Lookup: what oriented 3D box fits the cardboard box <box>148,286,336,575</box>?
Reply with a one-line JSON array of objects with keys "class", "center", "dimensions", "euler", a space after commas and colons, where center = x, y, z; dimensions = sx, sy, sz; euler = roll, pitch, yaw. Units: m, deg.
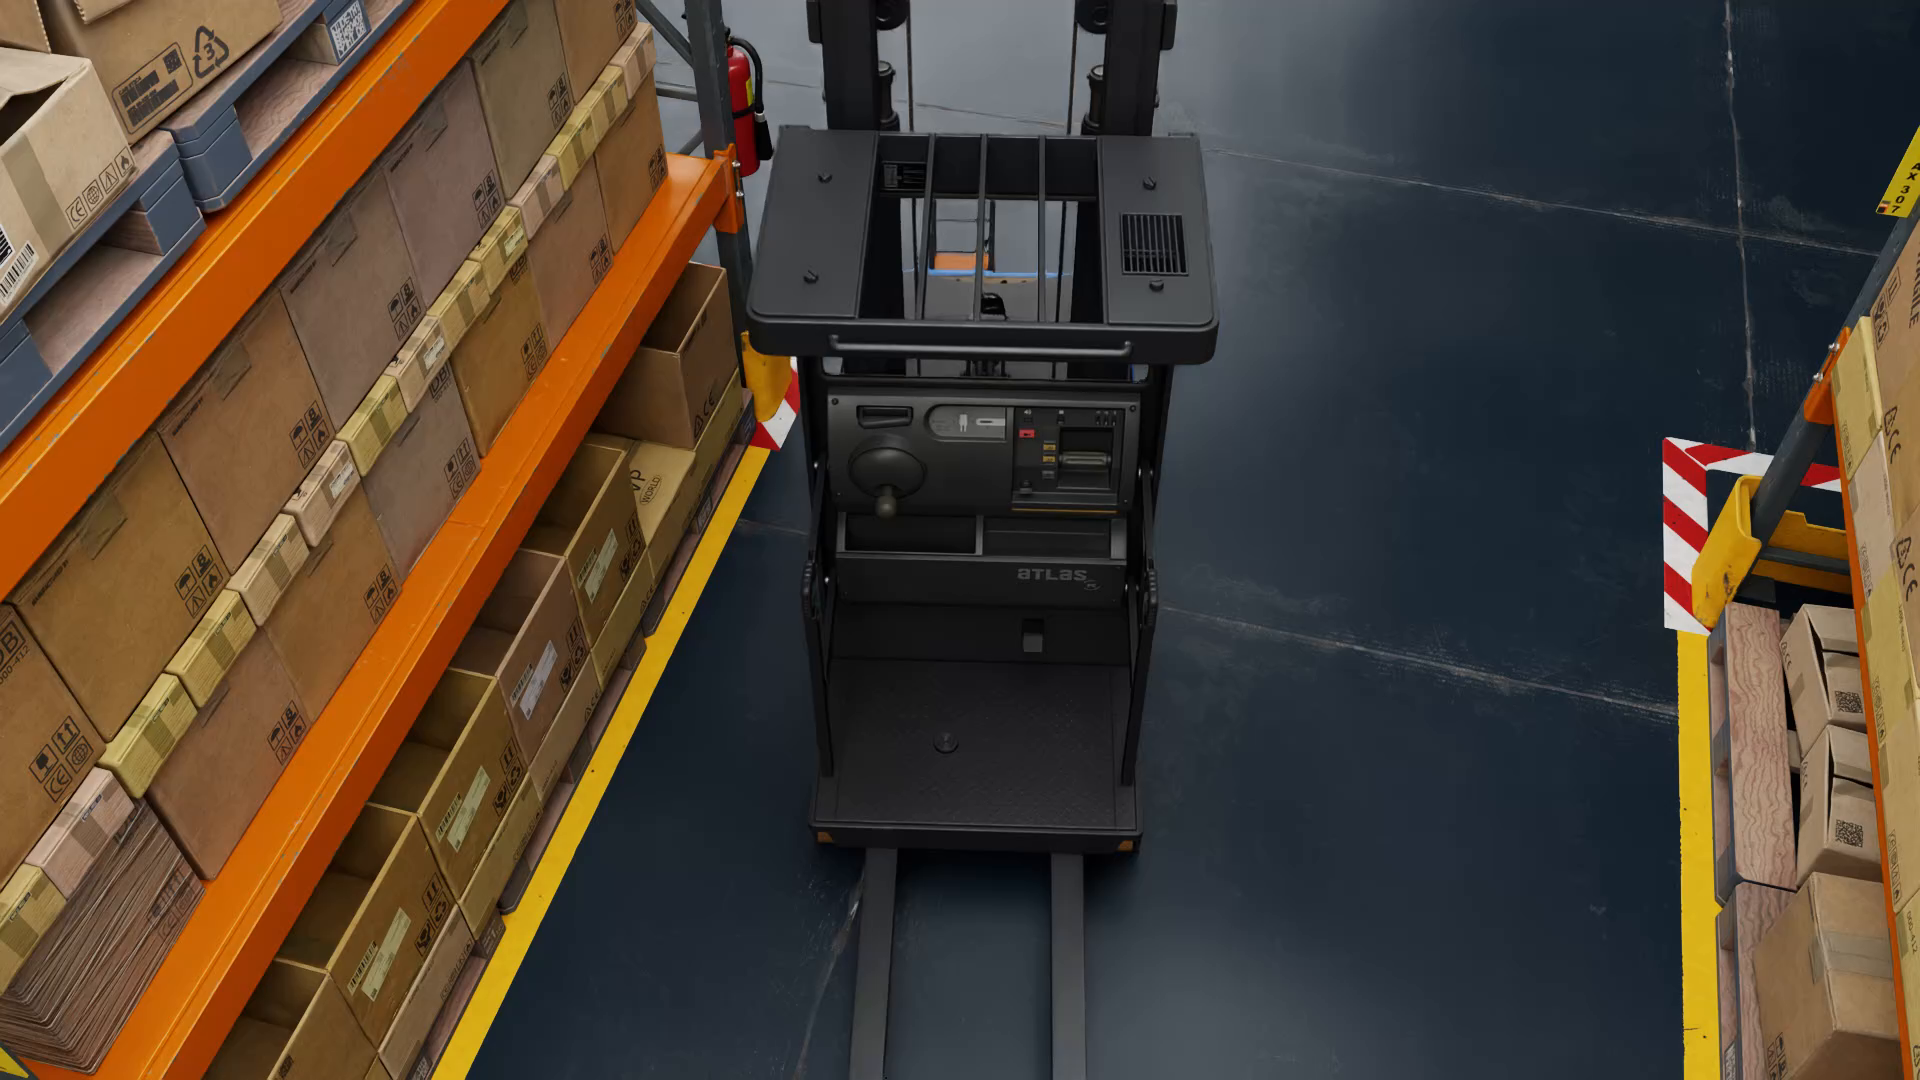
[{"class": "cardboard box", "center": [-2.015, -0.326, 4.024], "dimensions": [0.700, 0.500, 0.500], "euler": [12, 50, 10]}]

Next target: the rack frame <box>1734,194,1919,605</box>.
[{"class": "rack frame", "center": [3.443, -0.732, 5.314], "dimensions": [1.000, 3.000, 0.127], "euler": [12, 50, 10]}]

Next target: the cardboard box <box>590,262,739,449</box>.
[{"class": "cardboard box", "center": [-1.191, -0.737, 6.372], "dimensions": [0.500, 0.500, 0.500], "euler": [12, 50, 10]}]

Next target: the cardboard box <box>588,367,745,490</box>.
[{"class": "cardboard box", "center": [-1.193, -0.489, 6.654], "dimensions": [0.500, 0.250, 0.500], "euler": [12, 50, 10]}]

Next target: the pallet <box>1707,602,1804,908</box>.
[{"class": "pallet", "center": [3.175, 0.827, 5.798], "dimensions": [1.003, 0.211, 1.213], "euler": [12, 50, 10]}]

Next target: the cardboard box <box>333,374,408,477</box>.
[{"class": "cardboard box", "center": [-1.728, -0.338, 4.467], "dimensions": [0.380, 0.149, 0.250], "euler": [11, 50, 10]}]

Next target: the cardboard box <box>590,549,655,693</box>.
[{"class": "cardboard box", "center": [-1.443, 0.237, 6.013], "dimensions": [0.500, 0.250, 0.500], "euler": [12, 50, 10]}]

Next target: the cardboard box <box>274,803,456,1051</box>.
[{"class": "cardboard box", "center": [-1.842, 1.073, 4.775], "dimensions": [0.500, 0.500, 0.500], "euler": [12, 50, 10]}]

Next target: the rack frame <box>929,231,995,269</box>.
[{"class": "rack frame", "center": [0.006, -0.724, 6.508], "dimensions": [0.240, 1.200, 0.006], "euler": [1, 49, 1]}]

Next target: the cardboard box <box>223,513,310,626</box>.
[{"class": "cardboard box", "center": [-1.864, 0.044, 4.130], "dimensions": [0.380, 0.149, 0.250], "euler": [10, 49, 9]}]

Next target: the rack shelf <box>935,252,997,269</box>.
[{"class": "rack shelf", "center": [0.009, -1.002, 6.332], "dimensions": [0.258, 0.103, 0.180], "euler": [1, 49, 1]}]

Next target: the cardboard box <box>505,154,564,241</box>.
[{"class": "cardboard box", "center": [-1.457, -1.084, 5.126], "dimensions": [0.380, 0.149, 0.250], "euler": [12, 50, 11]}]

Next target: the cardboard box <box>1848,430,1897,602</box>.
[{"class": "cardboard box", "center": [2.885, -0.020, 4.772], "dimensions": [0.500, 0.250, 0.500], "euler": [10, 49, 9]}]

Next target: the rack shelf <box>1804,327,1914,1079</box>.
[{"class": "rack shelf", "center": [2.917, 0.953, 4.307], "dimensions": [1.077, 0.370, 4.000], "euler": [12, 50, 10]}]

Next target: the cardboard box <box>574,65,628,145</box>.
[{"class": "cardboard box", "center": [-1.321, -1.451, 5.449], "dimensions": [0.380, 0.149, 0.250], "euler": [13, 50, 11]}]

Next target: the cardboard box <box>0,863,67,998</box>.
[{"class": "cardboard box", "center": [-2.132, 0.783, 3.478], "dimensions": [0.380, 0.149, 0.250], "euler": [11, 50, 10]}]

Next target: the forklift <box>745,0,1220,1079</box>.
[{"class": "forklift", "center": [0.064, -0.153, 4.849], "dimensions": [1.130, 2.935, 3.031], "euler": [1, 49, 1]}]

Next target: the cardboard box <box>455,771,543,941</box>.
[{"class": "cardboard box", "center": [-1.702, 0.961, 5.374], "dimensions": [0.500, 0.250, 0.500], "euler": [12, 50, 10]}]

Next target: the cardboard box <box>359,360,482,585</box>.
[{"class": "cardboard box", "center": [-1.877, -0.284, 4.852], "dimensions": [0.700, 0.500, 0.500], "euler": [13, 50, 11]}]

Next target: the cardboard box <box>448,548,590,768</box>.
[{"class": "cardboard box", "center": [-1.573, 0.351, 5.413], "dimensions": [0.500, 0.500, 0.500], "euler": [12, 50, 10]}]

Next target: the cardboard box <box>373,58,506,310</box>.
[{"class": "cardboard box", "center": [-1.751, -1.049, 4.662], "dimensions": [0.700, 0.500, 0.500], "euler": [12, 50, 10]}]

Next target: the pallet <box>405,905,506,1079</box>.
[{"class": "pallet", "center": [-2.140, 1.543, 5.167], "dimensions": [1.003, 0.211, 1.213], "euler": [12, 50, 10]}]

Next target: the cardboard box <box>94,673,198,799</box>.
[{"class": "cardboard box", "center": [-2.000, 0.414, 3.803], "dimensions": [0.380, 0.149, 0.250], "euler": [10, 49, 9]}]

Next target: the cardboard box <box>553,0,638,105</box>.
[{"class": "cardboard box", "center": [-1.486, -1.795, 5.321], "dimensions": [0.700, 0.500, 0.500], "euler": [12, 50, 10]}]

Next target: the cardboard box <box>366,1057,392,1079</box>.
[{"class": "cardboard box", "center": [-1.975, 1.682, 4.737], "dimensions": [0.500, 0.250, 0.500], "euler": [12, 50, 10]}]

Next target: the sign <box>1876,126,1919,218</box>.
[{"class": "sign", "center": [2.920, -1.125, 5.084], "dimensions": [0.100, 0.325, 0.005], "euler": [12, 50, 10]}]

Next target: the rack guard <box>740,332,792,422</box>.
[{"class": "rack guard", "center": [-1.331, -0.897, 7.127], "dimensions": [1.175, 0.500, 0.348], "euler": [12, 50, 10]}]

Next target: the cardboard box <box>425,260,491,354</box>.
[{"class": "cardboard box", "center": [-1.593, -0.703, 4.790], "dimensions": [0.380, 0.149, 0.250], "euler": [13, 50, 11]}]

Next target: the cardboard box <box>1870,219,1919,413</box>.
[{"class": "cardboard box", "center": [3.027, -0.651, 4.829], "dimensions": [0.500, 0.500, 0.500], "euler": [12, 50, 10]}]

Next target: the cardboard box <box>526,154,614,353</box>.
[{"class": "cardboard box", "center": [-1.606, -1.024, 5.505], "dimensions": [0.700, 0.500, 0.500], "euler": [13, 50, 11]}]

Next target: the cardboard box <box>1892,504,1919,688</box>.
[{"class": "cardboard box", "center": [2.746, 0.077, 4.187], "dimensions": [0.500, 0.500, 0.500], "euler": [10, 49, 9]}]

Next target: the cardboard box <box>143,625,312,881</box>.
[{"class": "cardboard box", "center": [-2.146, 0.449, 4.205], "dimensions": [0.700, 0.500, 0.500], "euler": [11, 50, 10]}]

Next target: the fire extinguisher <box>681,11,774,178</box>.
[{"class": "fire extinguisher", "center": [-0.858, -1.675, 6.198], "dimensions": [0.296, 0.674, 0.183], "euler": [12, 50, 10]}]

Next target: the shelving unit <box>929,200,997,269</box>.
[{"class": "shelving unit", "center": [0.009, -0.793, 6.568], "dimensions": [0.258, 1.200, 0.189], "euler": [1, 49, 1]}]

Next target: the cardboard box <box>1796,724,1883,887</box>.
[{"class": "cardboard box", "center": [3.024, 0.908, 5.367], "dimensions": [0.500, 0.311, 0.500], "euler": [15, 50, 13]}]

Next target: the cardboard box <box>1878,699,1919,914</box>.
[{"class": "cardboard box", "center": [2.610, 0.713, 4.126], "dimensions": [0.500, 0.250, 0.500], "euler": [12, 50, 10]}]

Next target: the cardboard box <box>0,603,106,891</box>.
[{"class": "cardboard box", "center": [-2.279, 0.402, 3.381], "dimensions": [0.700, 0.500, 0.500], "euler": [12, 50, 10]}]

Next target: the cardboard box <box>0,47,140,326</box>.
[{"class": "cardboard box", "center": [-1.861, -0.664, 2.940], "dimensions": [0.500, 0.311, 0.500], "euler": [9, 49, 8]}]

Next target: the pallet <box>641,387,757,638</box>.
[{"class": "pallet", "center": [-1.498, -0.222, 6.724], "dimensions": [1.003, 0.211, 1.213], "euler": [12, 50, 10]}]
